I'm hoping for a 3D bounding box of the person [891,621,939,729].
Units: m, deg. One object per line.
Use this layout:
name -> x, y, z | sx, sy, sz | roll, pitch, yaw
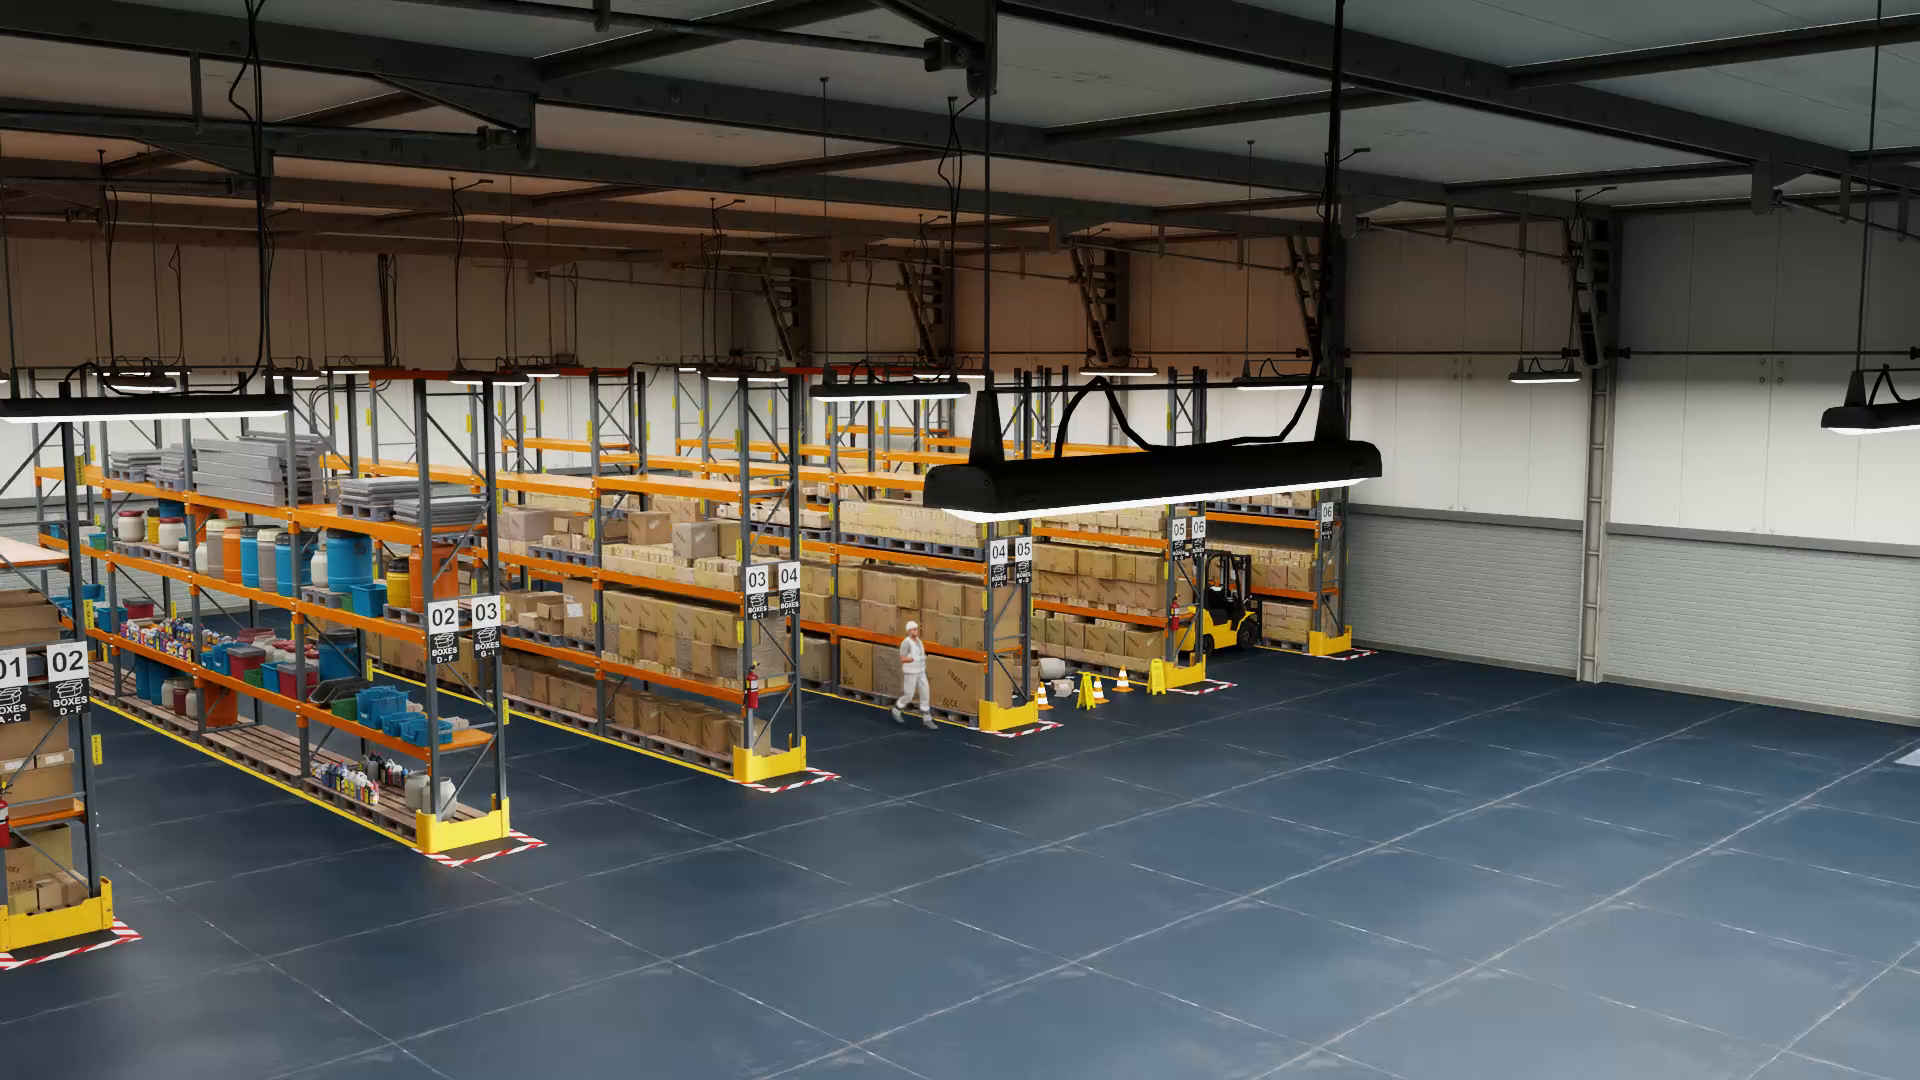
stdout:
person -> -0.766, 2.253, 27.967 | 0.936, 1.785, 0.655 | 5, 8, 39
